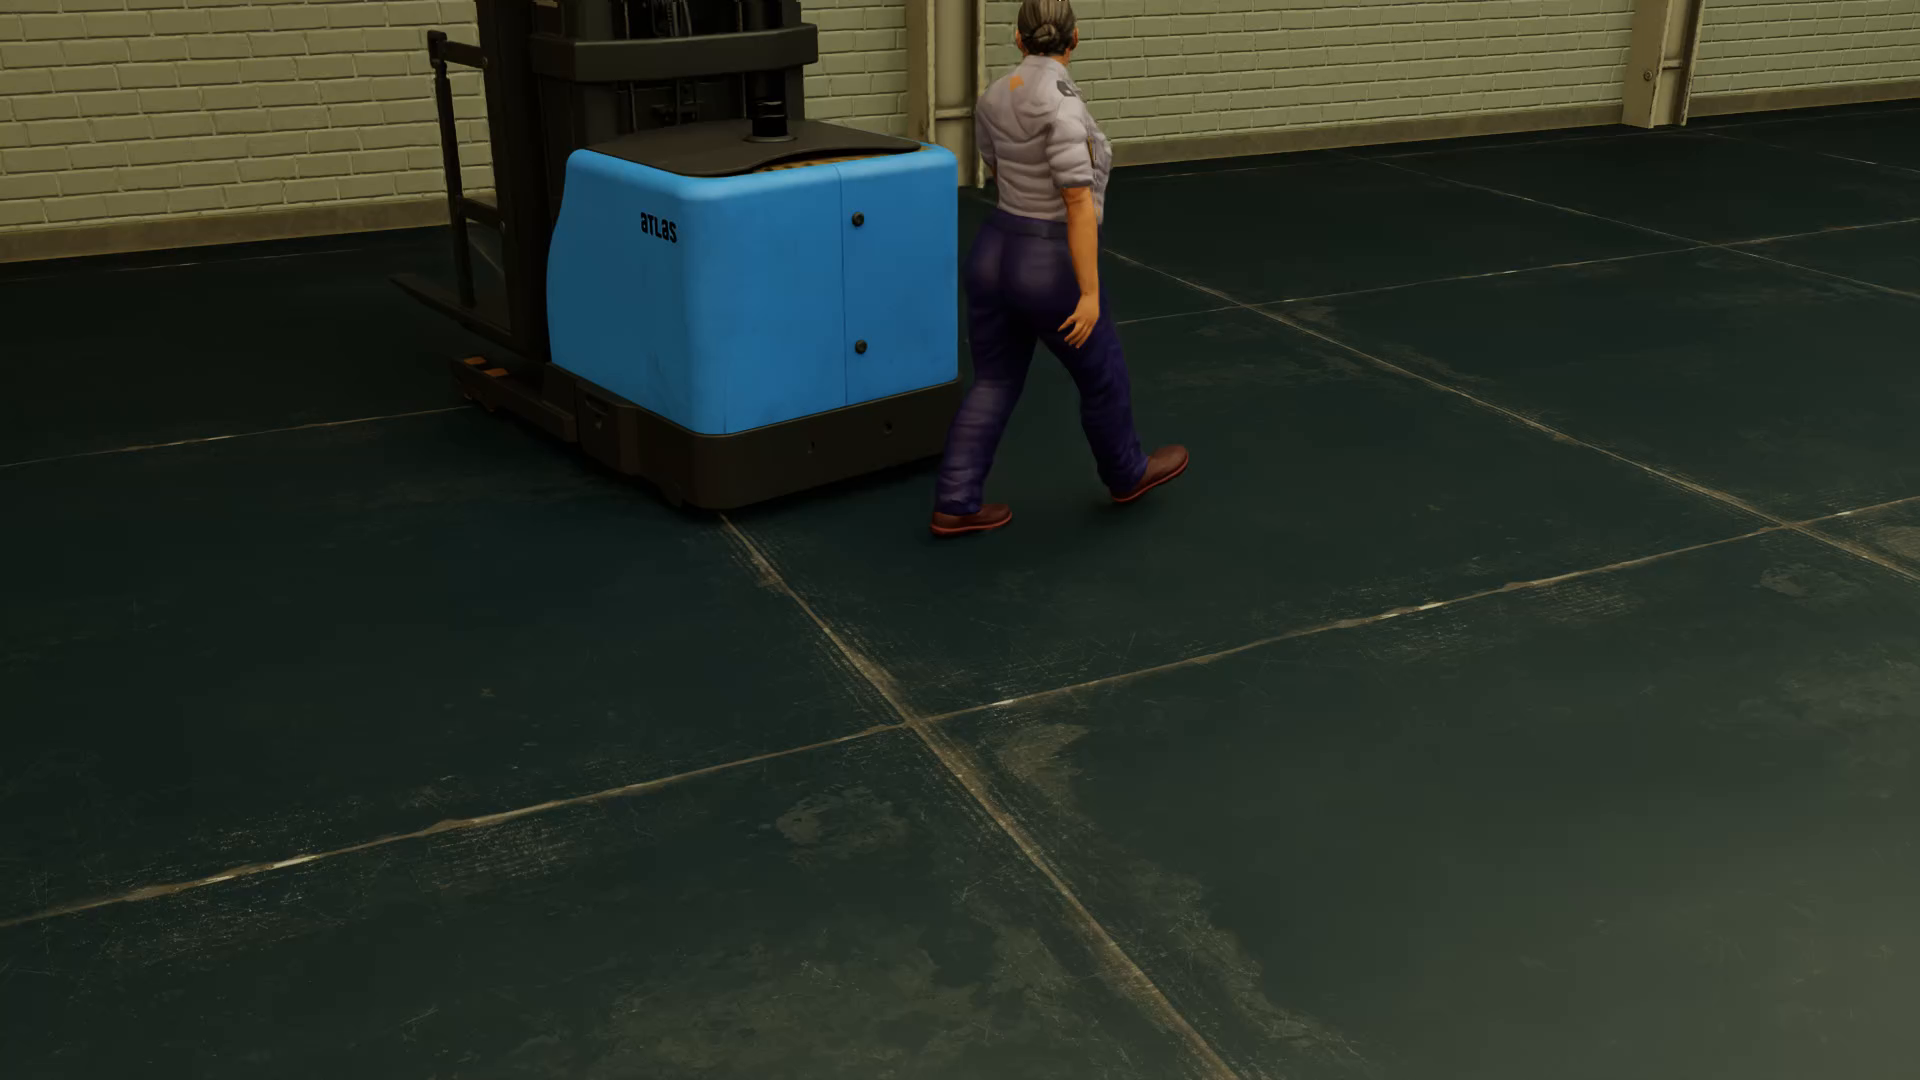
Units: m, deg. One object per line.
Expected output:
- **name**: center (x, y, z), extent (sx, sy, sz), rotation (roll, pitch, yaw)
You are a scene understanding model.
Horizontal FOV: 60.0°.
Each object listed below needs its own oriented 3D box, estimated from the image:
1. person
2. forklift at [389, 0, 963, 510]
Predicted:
- **person**: center (0.335, -0.810, 4.980), extent (0.868, 1.604, 0.647), rotation (-17, 28, -35)
- **forklift**: center (-1.307, -1.941, 5.960), extent (1.130, 2.935, 3.031), rotation (-17, 28, -36)
